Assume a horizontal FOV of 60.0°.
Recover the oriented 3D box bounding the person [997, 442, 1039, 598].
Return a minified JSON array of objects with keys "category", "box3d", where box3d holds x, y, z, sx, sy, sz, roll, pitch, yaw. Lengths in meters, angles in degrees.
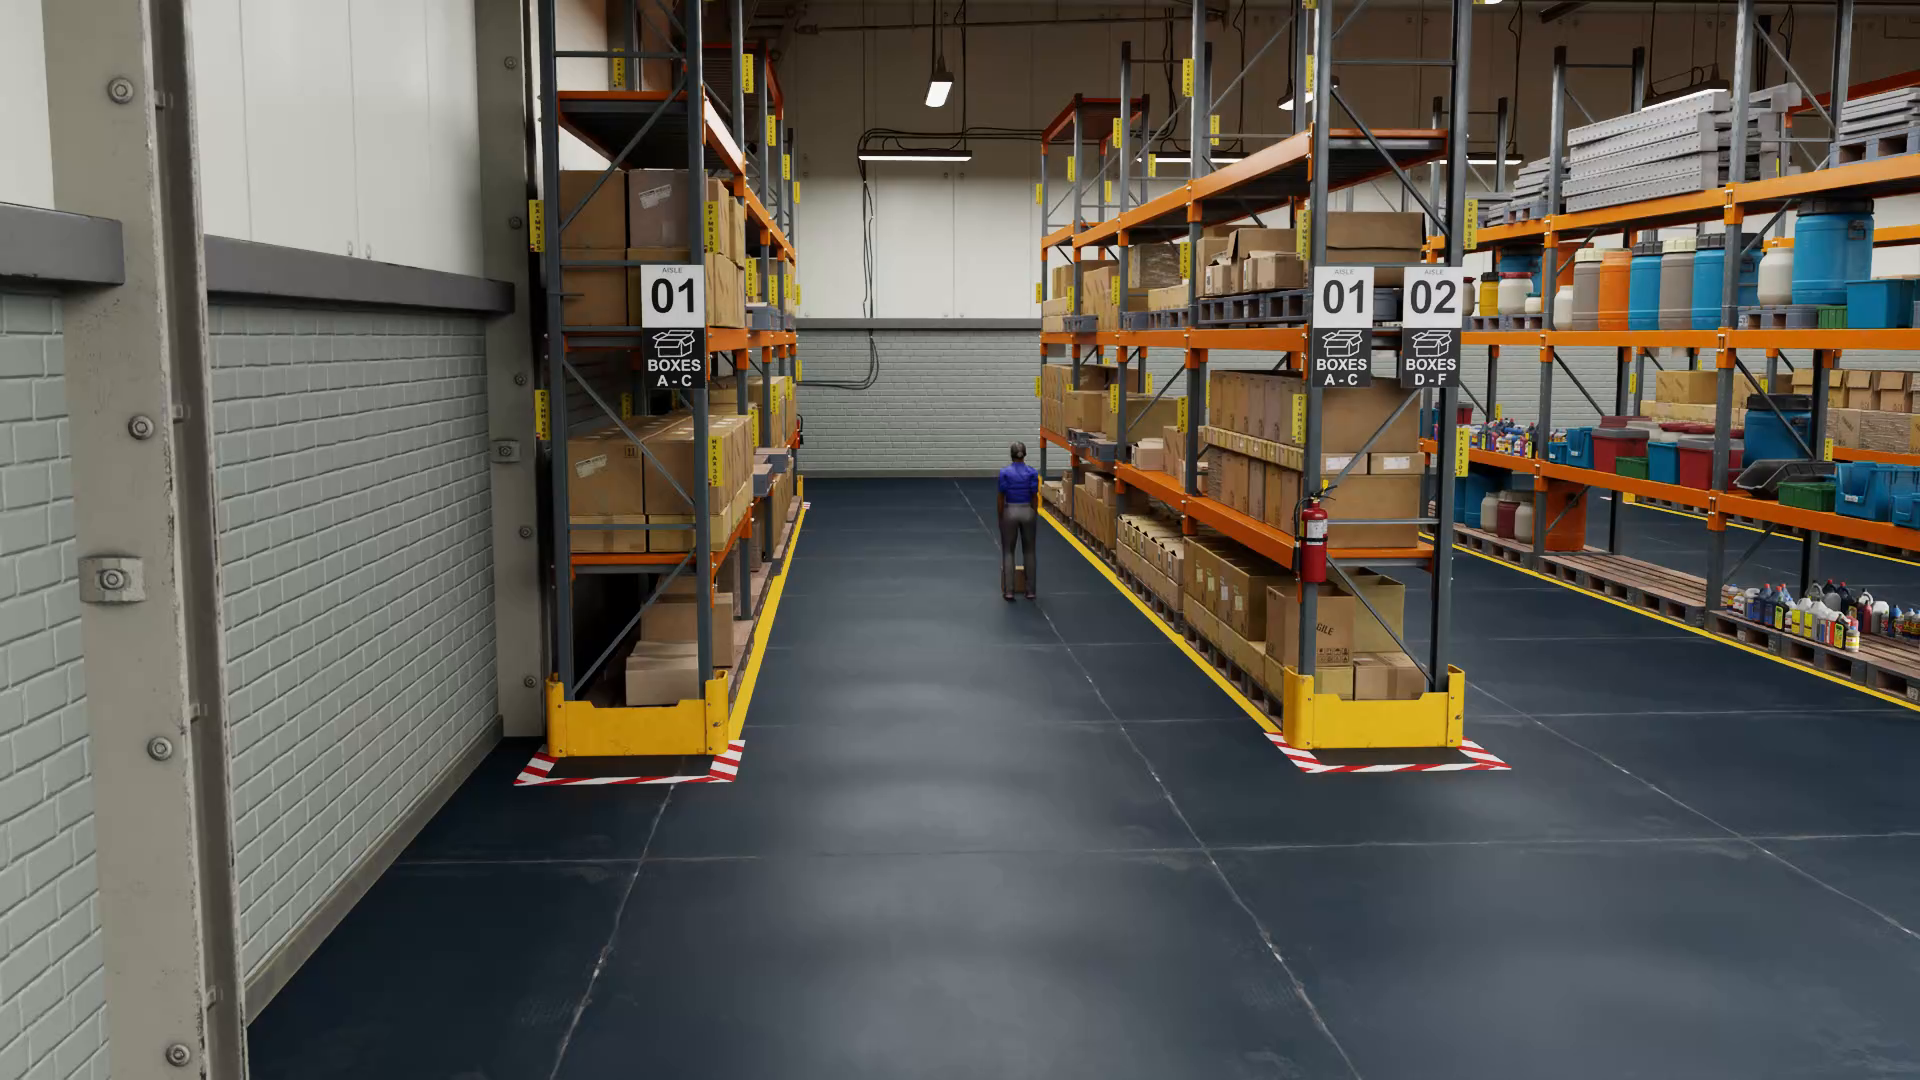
[{"category":"person","box3d":[0.605,-0.198,17.511,0.437,1.650,0.307,0,7,-2]}]
